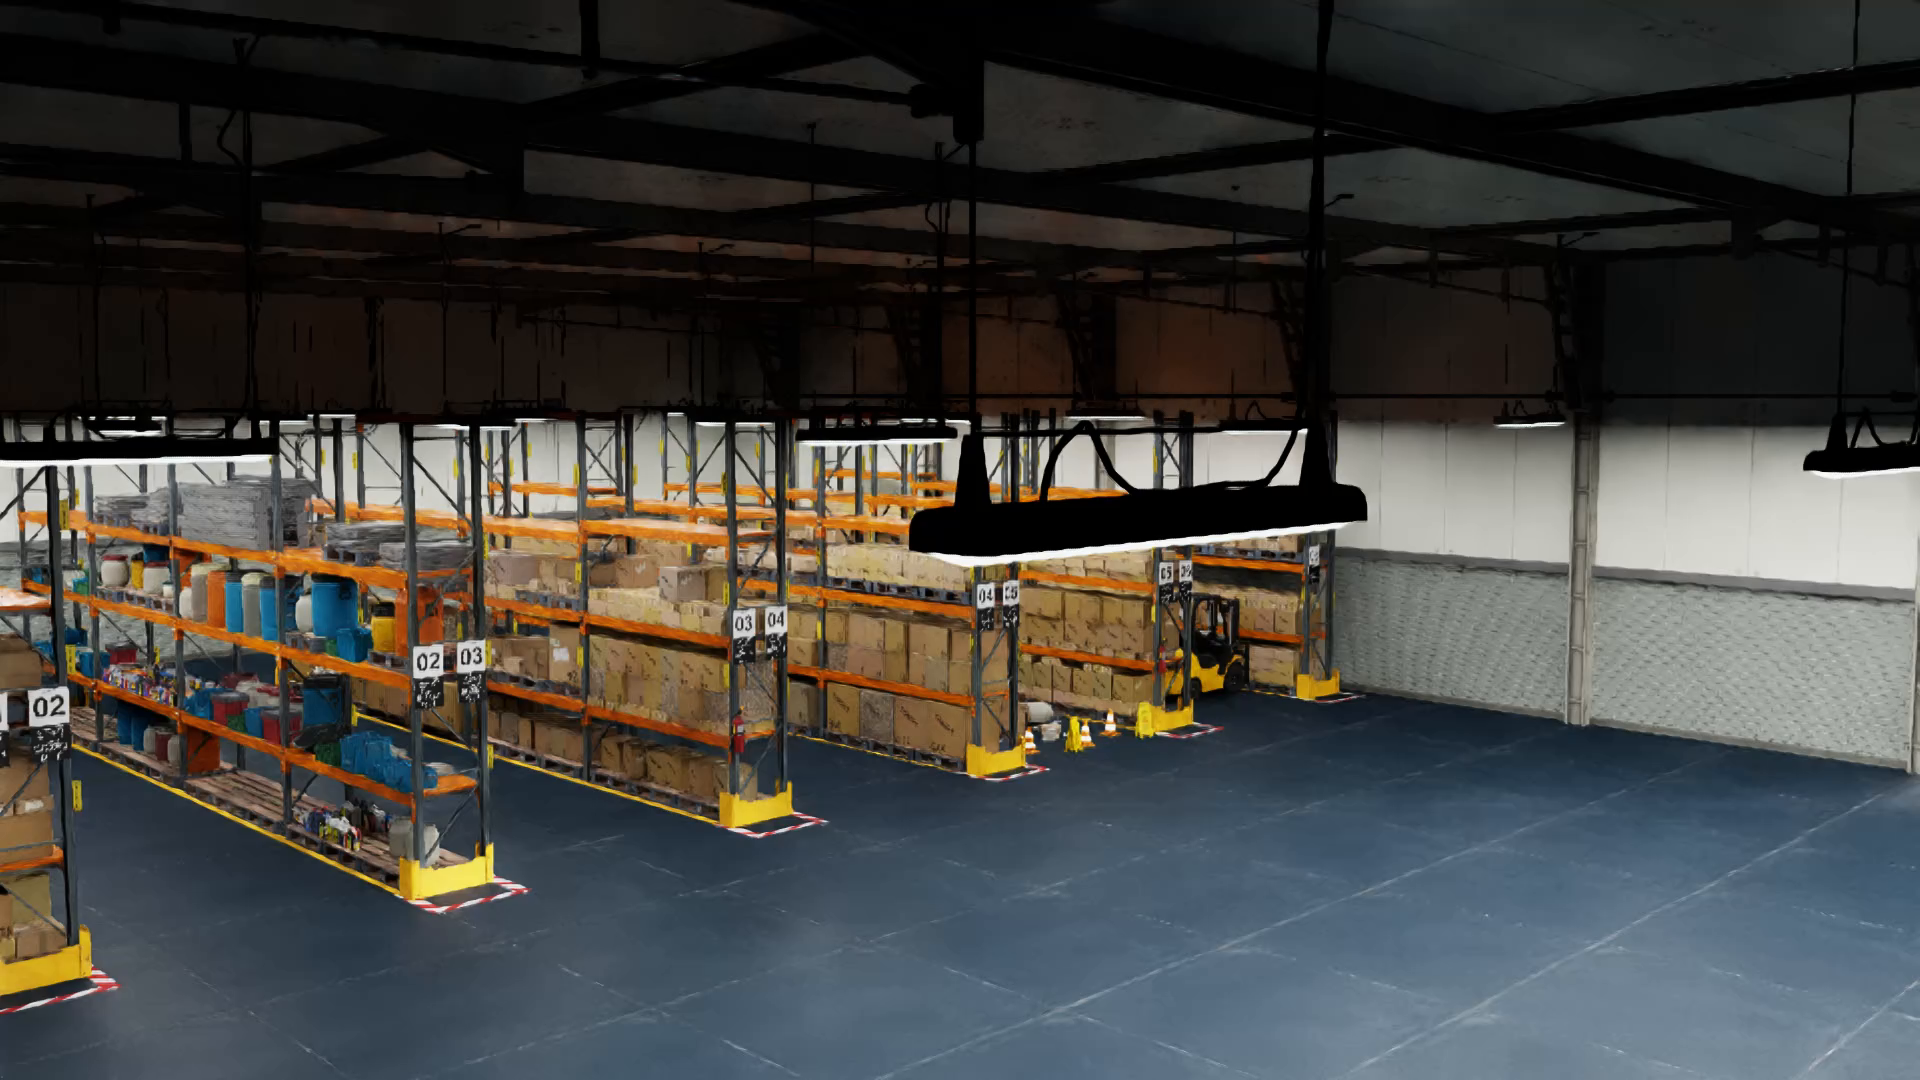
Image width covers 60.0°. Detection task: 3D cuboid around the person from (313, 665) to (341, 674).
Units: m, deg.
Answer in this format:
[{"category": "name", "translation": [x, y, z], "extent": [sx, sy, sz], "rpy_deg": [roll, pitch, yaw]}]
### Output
[{"category": "person", "translation": [-11.741, 2.780, 31.115], "extent": [0.528, 1.715, 0.682], "rpy_deg": [5, 7, 43]}]
